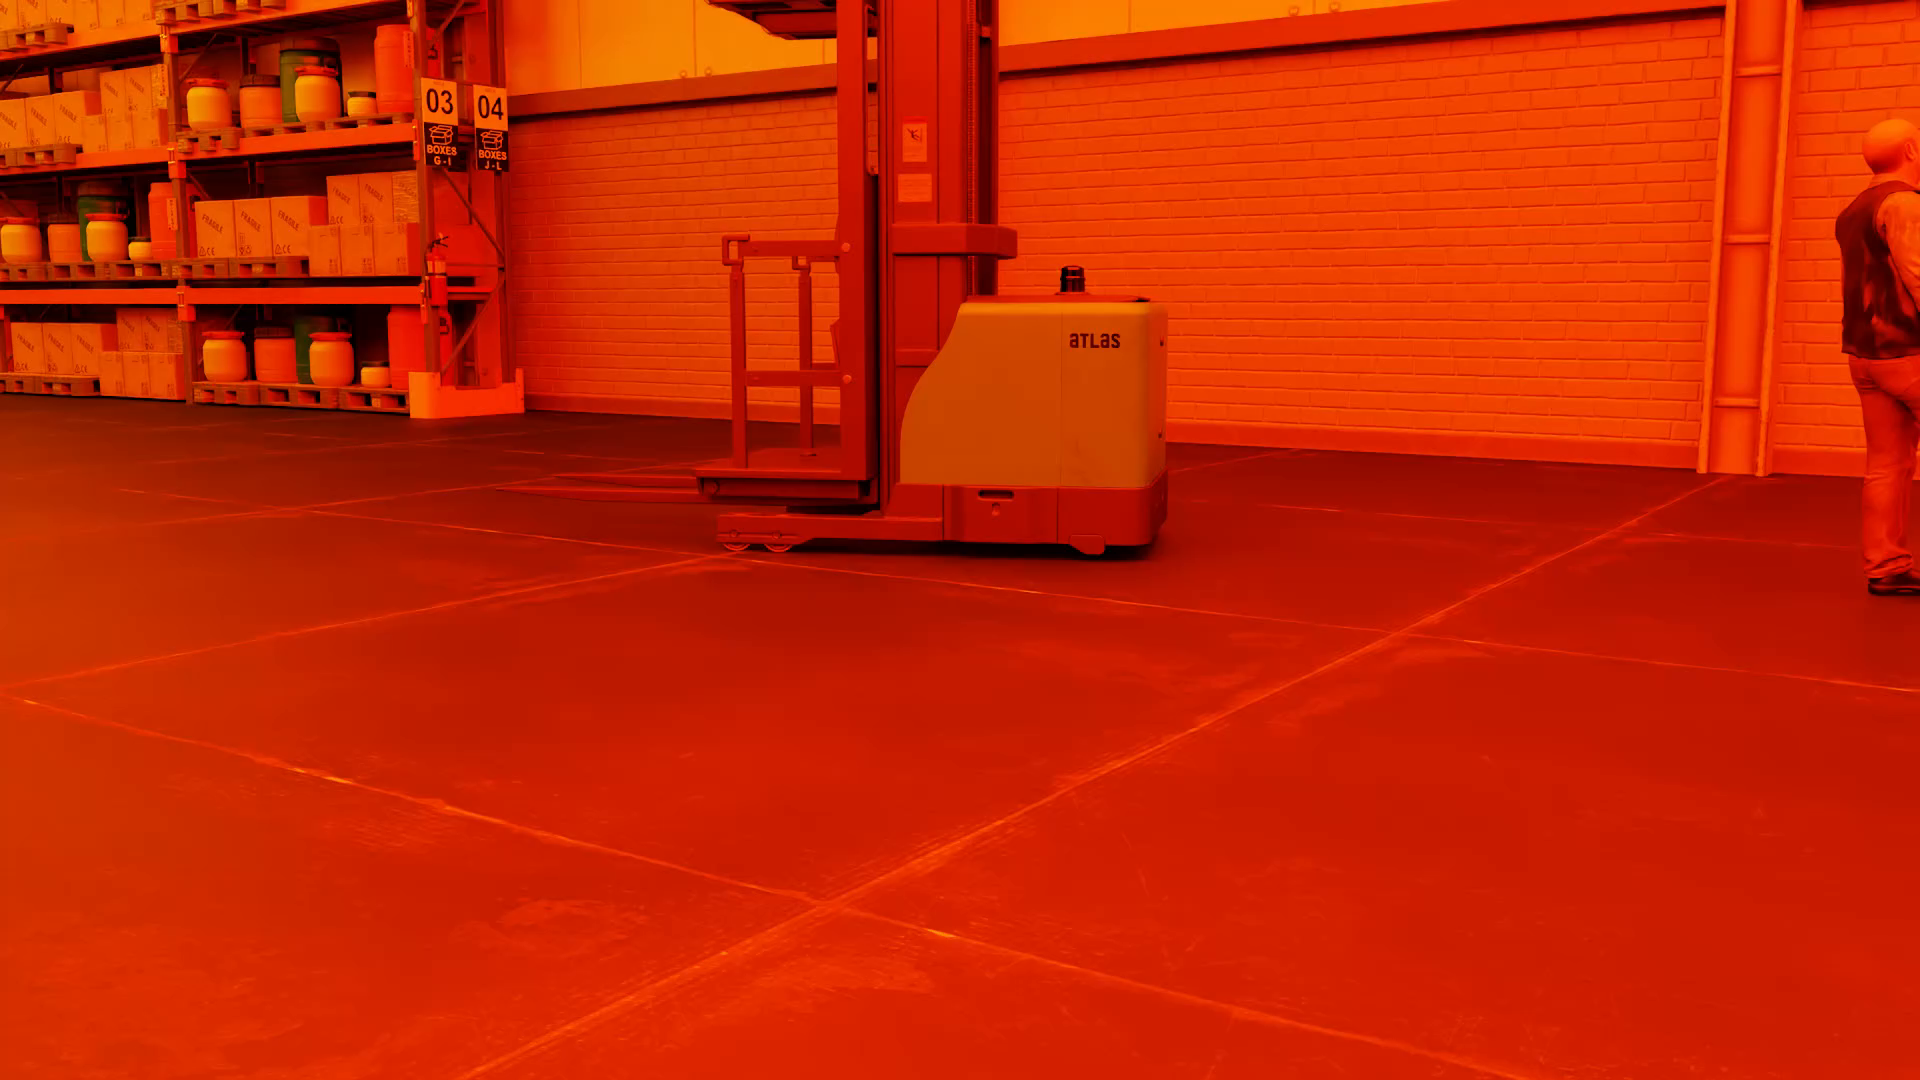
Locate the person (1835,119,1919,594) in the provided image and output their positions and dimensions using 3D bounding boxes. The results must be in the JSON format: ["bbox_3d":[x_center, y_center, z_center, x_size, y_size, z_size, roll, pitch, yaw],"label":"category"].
[{"bbox_3d":[3.498,-0.653,6.039,0.578,1.718,0.633,0,8,3],"label":"person"}]

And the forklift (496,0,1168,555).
[{"bbox_3d":[-0.596,-1.469,7.520,3.031,2.935,1.130,2,8,12],"label":"forklift"}]
